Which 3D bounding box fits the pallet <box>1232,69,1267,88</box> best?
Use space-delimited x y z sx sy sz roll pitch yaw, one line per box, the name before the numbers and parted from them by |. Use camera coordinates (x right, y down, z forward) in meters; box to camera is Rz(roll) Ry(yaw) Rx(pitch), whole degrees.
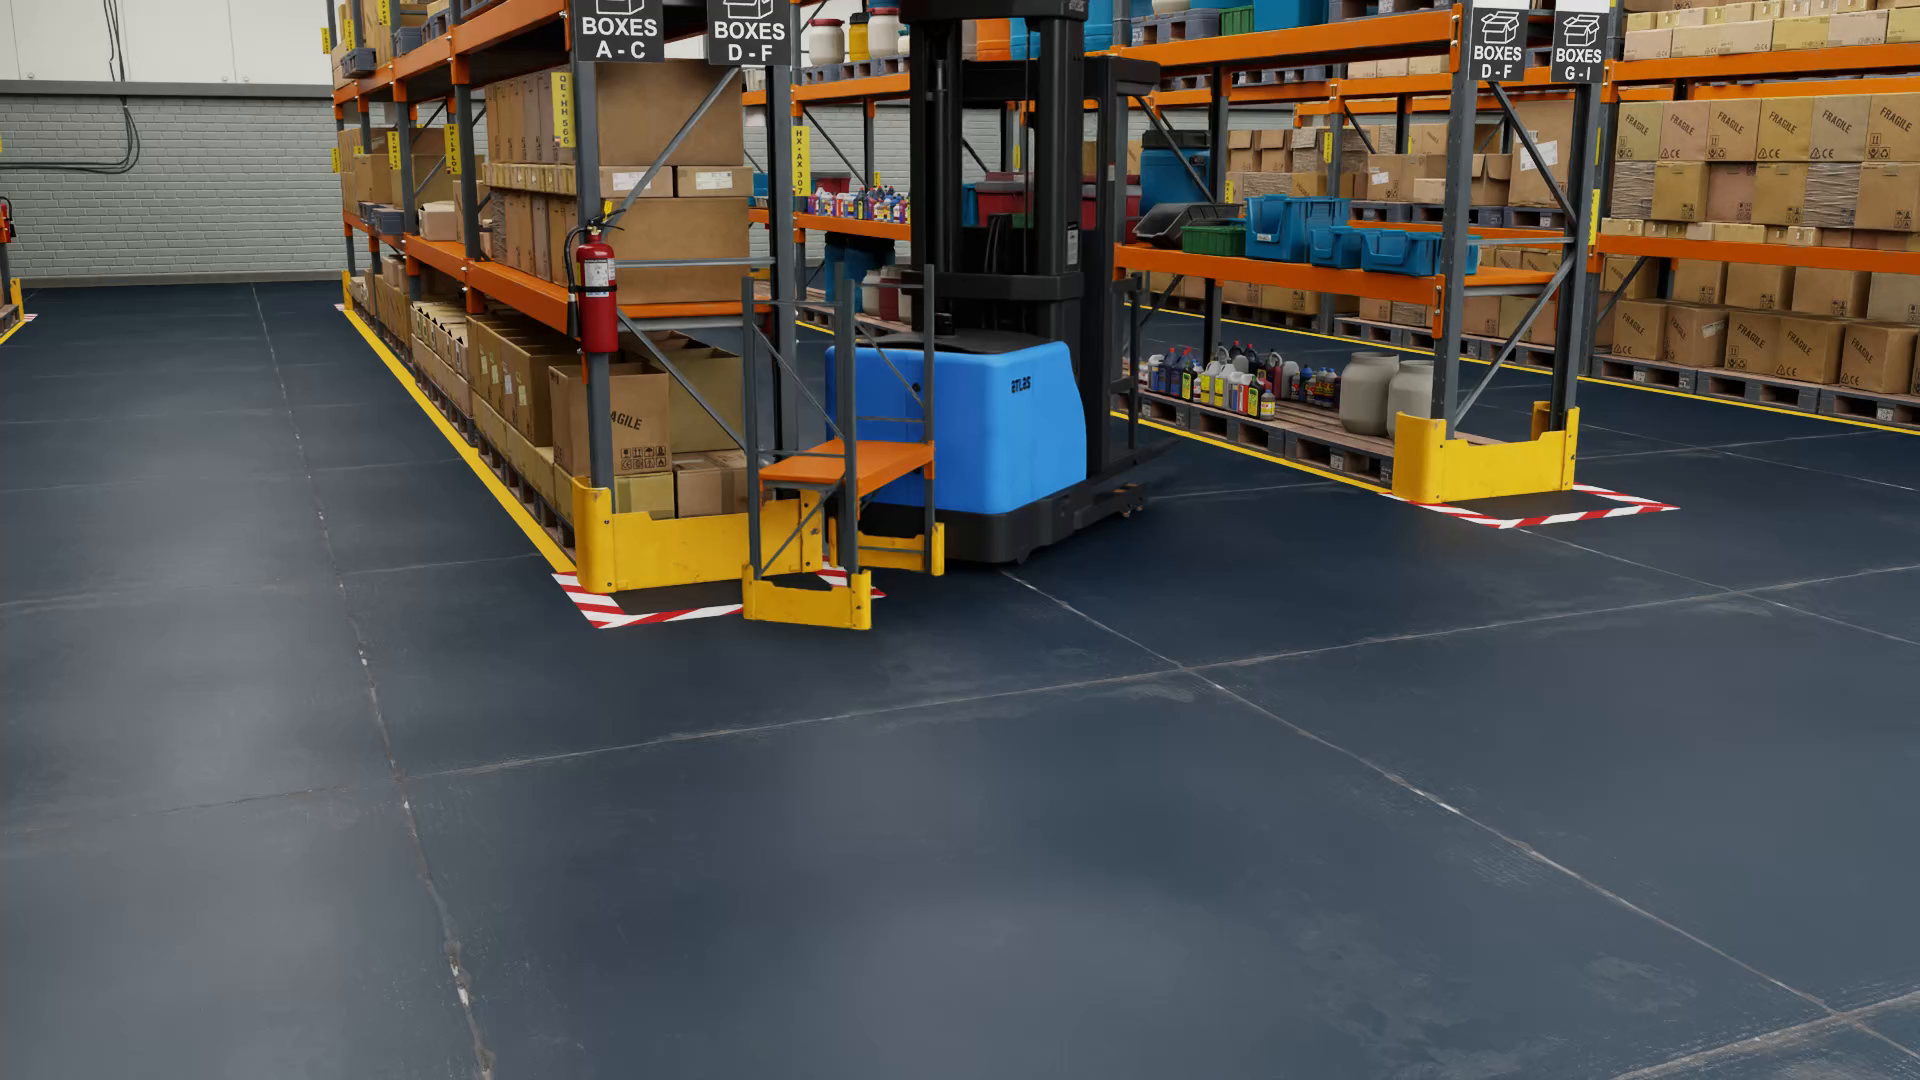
pallet | 3.842 -5.575 20.070 1.003 0.211 1.213 -5 14 -20

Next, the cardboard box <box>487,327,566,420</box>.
cardboard box | -2.578 -1.025 10.152 0.500 0.500 0.500 -6 14 -23

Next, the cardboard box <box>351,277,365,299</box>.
cardboard box | -7.526 -3.238 21.332 0.500 0.250 0.500 -6 14 -23

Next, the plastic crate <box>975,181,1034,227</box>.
plastic crate | 0.427 -3.068 15.334 0.402 0.464 0.583 -6 14 -23

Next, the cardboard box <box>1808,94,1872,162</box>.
cardboard box | 6.953 -3.172 12.823 0.500 0.500 0.500 -6 14 -23

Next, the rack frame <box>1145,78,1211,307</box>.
rack frame | 2.996 -4.673 22.406 1.000 3.000 0.127 -6 14 -23

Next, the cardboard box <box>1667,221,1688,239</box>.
cardboard box | 6.334 -2.673 14.324 0.380 0.149 0.250 -6 14 -23

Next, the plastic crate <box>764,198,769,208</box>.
plastic crate | -2.236 -4.327 21.392 0.437 0.125 0.590 -6 14 -23

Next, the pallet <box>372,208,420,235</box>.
pallet | -4.815 -2.992 15.572 1.213 0.211 1.003 -6 14 -23

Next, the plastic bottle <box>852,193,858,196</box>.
plastic bottle | -1.195 -3.857 19.158 0.152 0.276 0.135 -6 14 -23

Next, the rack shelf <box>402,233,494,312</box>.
rack shelf | -3.678 -2.188 13.269 1.077 0.370 4.000 -6 14 -23

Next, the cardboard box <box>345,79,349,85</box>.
cardboard box | -6.919 -5.450 19.446 0.500 0.250 0.500 -6 14 -23

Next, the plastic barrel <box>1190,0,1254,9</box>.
plastic barrel | 1.963 -4.267 11.960 0.600 0.901 0.708 -6 14 -23

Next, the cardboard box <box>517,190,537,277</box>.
cardboard box | -2.279 -1.871 10.080 0.700 0.500 0.500 -5 14 -22

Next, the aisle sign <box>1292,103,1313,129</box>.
aisle sign | 5.675 -7.181 27.477 0.394 0.787 0.004 -6 14 -23

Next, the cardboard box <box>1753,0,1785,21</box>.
cardboard box | 6.606 -4.241 13.339 0.380 0.149 0.250 -6 14 -24

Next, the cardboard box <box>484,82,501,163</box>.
cardboard box | -2.694 -2.715 10.851 0.700 0.500 0.500 -6 14 -23

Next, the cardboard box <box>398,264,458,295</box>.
cardboard box | -5.096 -2.497 15.912 0.500 0.250 0.500 -5 14 -21

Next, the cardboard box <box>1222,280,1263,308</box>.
cardboard box | 3.991 -3.345 20.451 1.225 0.875 0.875 -6 14 -23

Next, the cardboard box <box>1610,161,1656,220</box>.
cardboard box | 6.325 -3.115 14.794 0.875 0.500 0.500 -6 14 -23

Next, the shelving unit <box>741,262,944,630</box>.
shelving unit | -0.519 -0.475 7.596 0.587 1.500 1.083 4 14 18

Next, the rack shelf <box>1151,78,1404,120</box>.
rack shelf | 3.798 -5.370 20.364 1.077 0.370 4.000 -6 14 -23

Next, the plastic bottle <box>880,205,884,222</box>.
plastic bottle | -0.809 -3.521 17.870 0.097 0.201 0.097 0 13 0

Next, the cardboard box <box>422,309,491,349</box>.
cardboard box | -4.118 -1.742 13.668 0.500 0.311 0.500 -6 14 -24

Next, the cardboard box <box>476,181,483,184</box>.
cardboard box | -3.582 -2.547 13.000 0.500 0.500 0.500 -6 14 -23

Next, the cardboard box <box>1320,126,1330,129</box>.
cardboard box | 6.124 -6.386 26.712 0.500 0.500 0.500 -5 14 -21

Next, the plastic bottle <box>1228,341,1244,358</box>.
plastic bottle | 2.185 -1.389 13.119 0.144 0.351 0.185 -6 14 -24

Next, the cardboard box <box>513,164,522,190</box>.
cardboard box | -2.427 -2.152 9.854 0.380 0.149 0.250 -6 14 -25

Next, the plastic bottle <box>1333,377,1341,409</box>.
plastic bottle | 2.750 -1.088 11.967 0.061 0.283 0.133 -5 14 -22

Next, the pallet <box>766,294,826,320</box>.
pallet | -1.872 -3.015 21.429 1.003 0.211 1.213 -6 14 -23

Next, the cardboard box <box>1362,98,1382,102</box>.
cardboard box | 6.547 -6.876 25.609 0.500 0.250 0.500 -6 14 -23

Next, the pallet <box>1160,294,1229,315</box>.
pallet | 3.375 -3.161 22.061 1.003 0.211 1.213 -6 14 -23

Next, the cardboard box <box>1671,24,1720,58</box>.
cardboard box | 6.363 -4.183 13.972 0.500 0.250 0.500 -6 14 -23

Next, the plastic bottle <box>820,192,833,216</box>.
plastic bottle | -1.559 -3.959 19.599 0.152 0.276 0.135 -6 14 -23

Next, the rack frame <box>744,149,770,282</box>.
rack frame | -3.144 -5.052 24.044 1.000 3.000 0.127 -6 14 -23

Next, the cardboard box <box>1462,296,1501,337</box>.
cardboard box | 5.577 -2.361 16.986 0.700 0.500 0.500 -7 15 -28

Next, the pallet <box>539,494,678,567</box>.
pallet | -1.620 -0.095 8.812 1.003 0.211 1.213 -6 14 -23

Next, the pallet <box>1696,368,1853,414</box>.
pallet | 6.995 -1.273 13.903 1.003 0.211 1.213 -6 14 -23

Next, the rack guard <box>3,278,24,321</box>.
rack guard | -12.231 -2.944 20.481 1.175 0.500 0.348 -6 14 -23

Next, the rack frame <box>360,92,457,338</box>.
rack frame | -6.082 -3.779 18.544 1.000 3.000 0.127 -6 14 -23

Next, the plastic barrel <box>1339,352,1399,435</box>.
plastic barrel | 2.731 -0.971 11.000 0.421 0.512 0.421 0 13 0

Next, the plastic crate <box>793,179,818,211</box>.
plastic crate | -2.041 -4.312 20.752 0.392 0.384 0.575 -6 14 -23

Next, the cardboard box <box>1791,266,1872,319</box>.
cardboard box | 10.072 -2.875 18.698 1.050 0.750 0.750 -6 14 -23

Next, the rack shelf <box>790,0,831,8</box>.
rack shelf | -2.343 -7.016 21.708 1.077 0.370 4.000 -6 14 -23

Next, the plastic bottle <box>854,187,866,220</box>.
plastic bottle | -1.103 -3.758 18.565 0.144 0.351 0.185 -6 14 -23

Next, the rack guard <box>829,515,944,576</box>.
rack guard | -0.364 0.027 8.198 0.587 0.250 0.087 4 14 18

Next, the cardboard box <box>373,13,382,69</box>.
cardboard box | -5.098 -4.762 15.919 0.910 0.500 0.500 -6 14 -23

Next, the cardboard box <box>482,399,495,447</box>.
cardboard box | -2.774 -0.764 10.684 0.500 0.250 0.500 -6 14 -23

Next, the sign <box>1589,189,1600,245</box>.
sign | 3.771 -1.930 9.941 0.100 0.325 0.005 -6 14 -23

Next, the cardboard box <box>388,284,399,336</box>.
cardboard box | -5.492 -2.336 16.877 0.500 0.500 0.500 -6 14 -25

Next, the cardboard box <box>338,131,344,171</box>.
cardboard box | -7.748 -5.025 21.491 0.500 0.500 0.500 -5 14 -21

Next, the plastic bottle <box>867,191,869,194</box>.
plastic bottle | -1.088 -4.113 20.262 0.152 0.276 0.135 -6 14 -23

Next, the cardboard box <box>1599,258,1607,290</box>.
cardboard box | 8.476 -3.480 21.866 0.500 0.500 0.500 -5 14 -21

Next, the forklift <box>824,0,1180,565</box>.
forklift | 0.428 -1.594 9.256 1.130 2.935 3.031 7 15 26

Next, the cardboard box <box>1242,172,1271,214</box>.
cardboard box | 3.769 -4.185 20.078 0.500 0.500 0.500 -6 14 -25

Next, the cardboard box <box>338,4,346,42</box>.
cardboard box | -7.341 -6.387 20.720 0.700 0.500 0.500 -6 14 -23

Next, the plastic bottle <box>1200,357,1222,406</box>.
plastic bottle | 1.852 -1.165 12.151 0.144 0.351 0.185 -6 14 -23
